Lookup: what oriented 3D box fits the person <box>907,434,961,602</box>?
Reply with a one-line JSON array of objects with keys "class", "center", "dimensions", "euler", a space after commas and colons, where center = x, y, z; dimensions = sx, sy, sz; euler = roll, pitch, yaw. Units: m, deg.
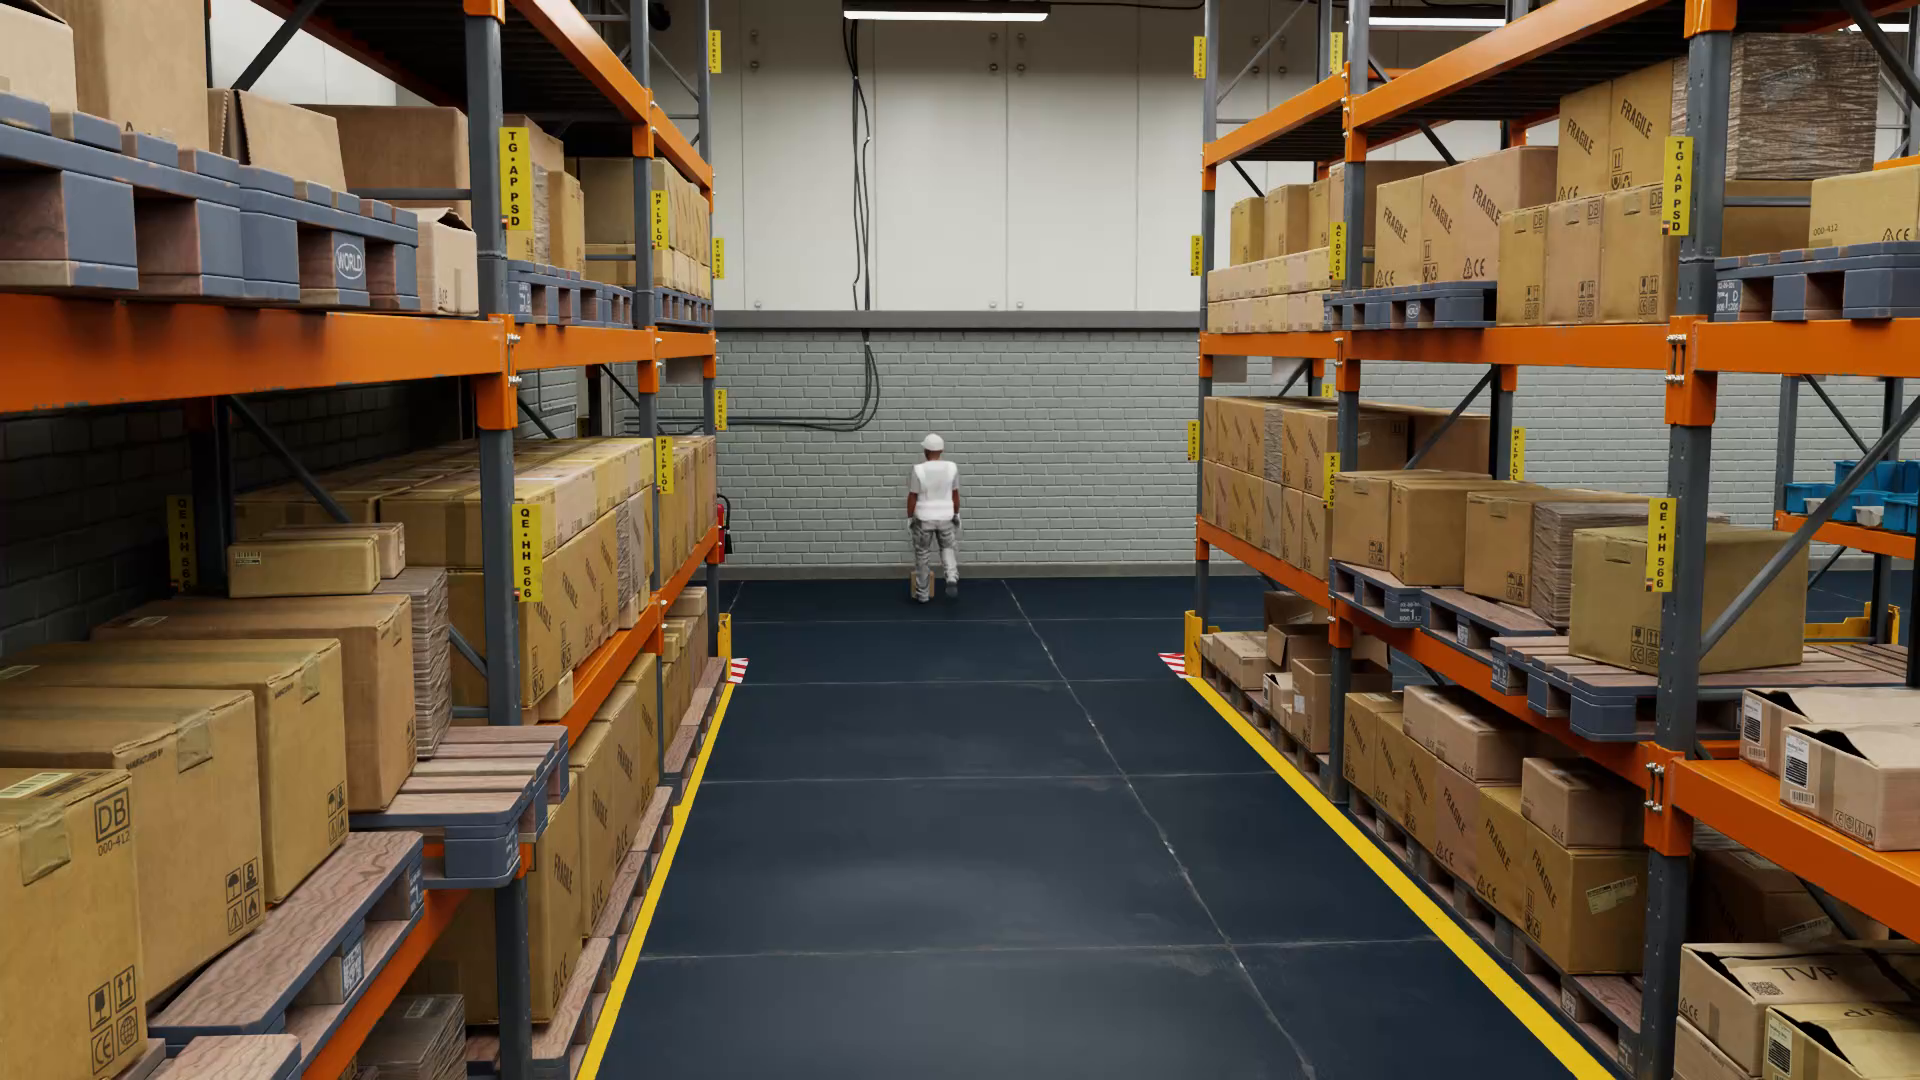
[{"class": "person", "center": [-0.279, -0.229, 17.386], "dimensions": [0.592, 1.774, 0.697], "euler": [-2, 7, -14]}]
